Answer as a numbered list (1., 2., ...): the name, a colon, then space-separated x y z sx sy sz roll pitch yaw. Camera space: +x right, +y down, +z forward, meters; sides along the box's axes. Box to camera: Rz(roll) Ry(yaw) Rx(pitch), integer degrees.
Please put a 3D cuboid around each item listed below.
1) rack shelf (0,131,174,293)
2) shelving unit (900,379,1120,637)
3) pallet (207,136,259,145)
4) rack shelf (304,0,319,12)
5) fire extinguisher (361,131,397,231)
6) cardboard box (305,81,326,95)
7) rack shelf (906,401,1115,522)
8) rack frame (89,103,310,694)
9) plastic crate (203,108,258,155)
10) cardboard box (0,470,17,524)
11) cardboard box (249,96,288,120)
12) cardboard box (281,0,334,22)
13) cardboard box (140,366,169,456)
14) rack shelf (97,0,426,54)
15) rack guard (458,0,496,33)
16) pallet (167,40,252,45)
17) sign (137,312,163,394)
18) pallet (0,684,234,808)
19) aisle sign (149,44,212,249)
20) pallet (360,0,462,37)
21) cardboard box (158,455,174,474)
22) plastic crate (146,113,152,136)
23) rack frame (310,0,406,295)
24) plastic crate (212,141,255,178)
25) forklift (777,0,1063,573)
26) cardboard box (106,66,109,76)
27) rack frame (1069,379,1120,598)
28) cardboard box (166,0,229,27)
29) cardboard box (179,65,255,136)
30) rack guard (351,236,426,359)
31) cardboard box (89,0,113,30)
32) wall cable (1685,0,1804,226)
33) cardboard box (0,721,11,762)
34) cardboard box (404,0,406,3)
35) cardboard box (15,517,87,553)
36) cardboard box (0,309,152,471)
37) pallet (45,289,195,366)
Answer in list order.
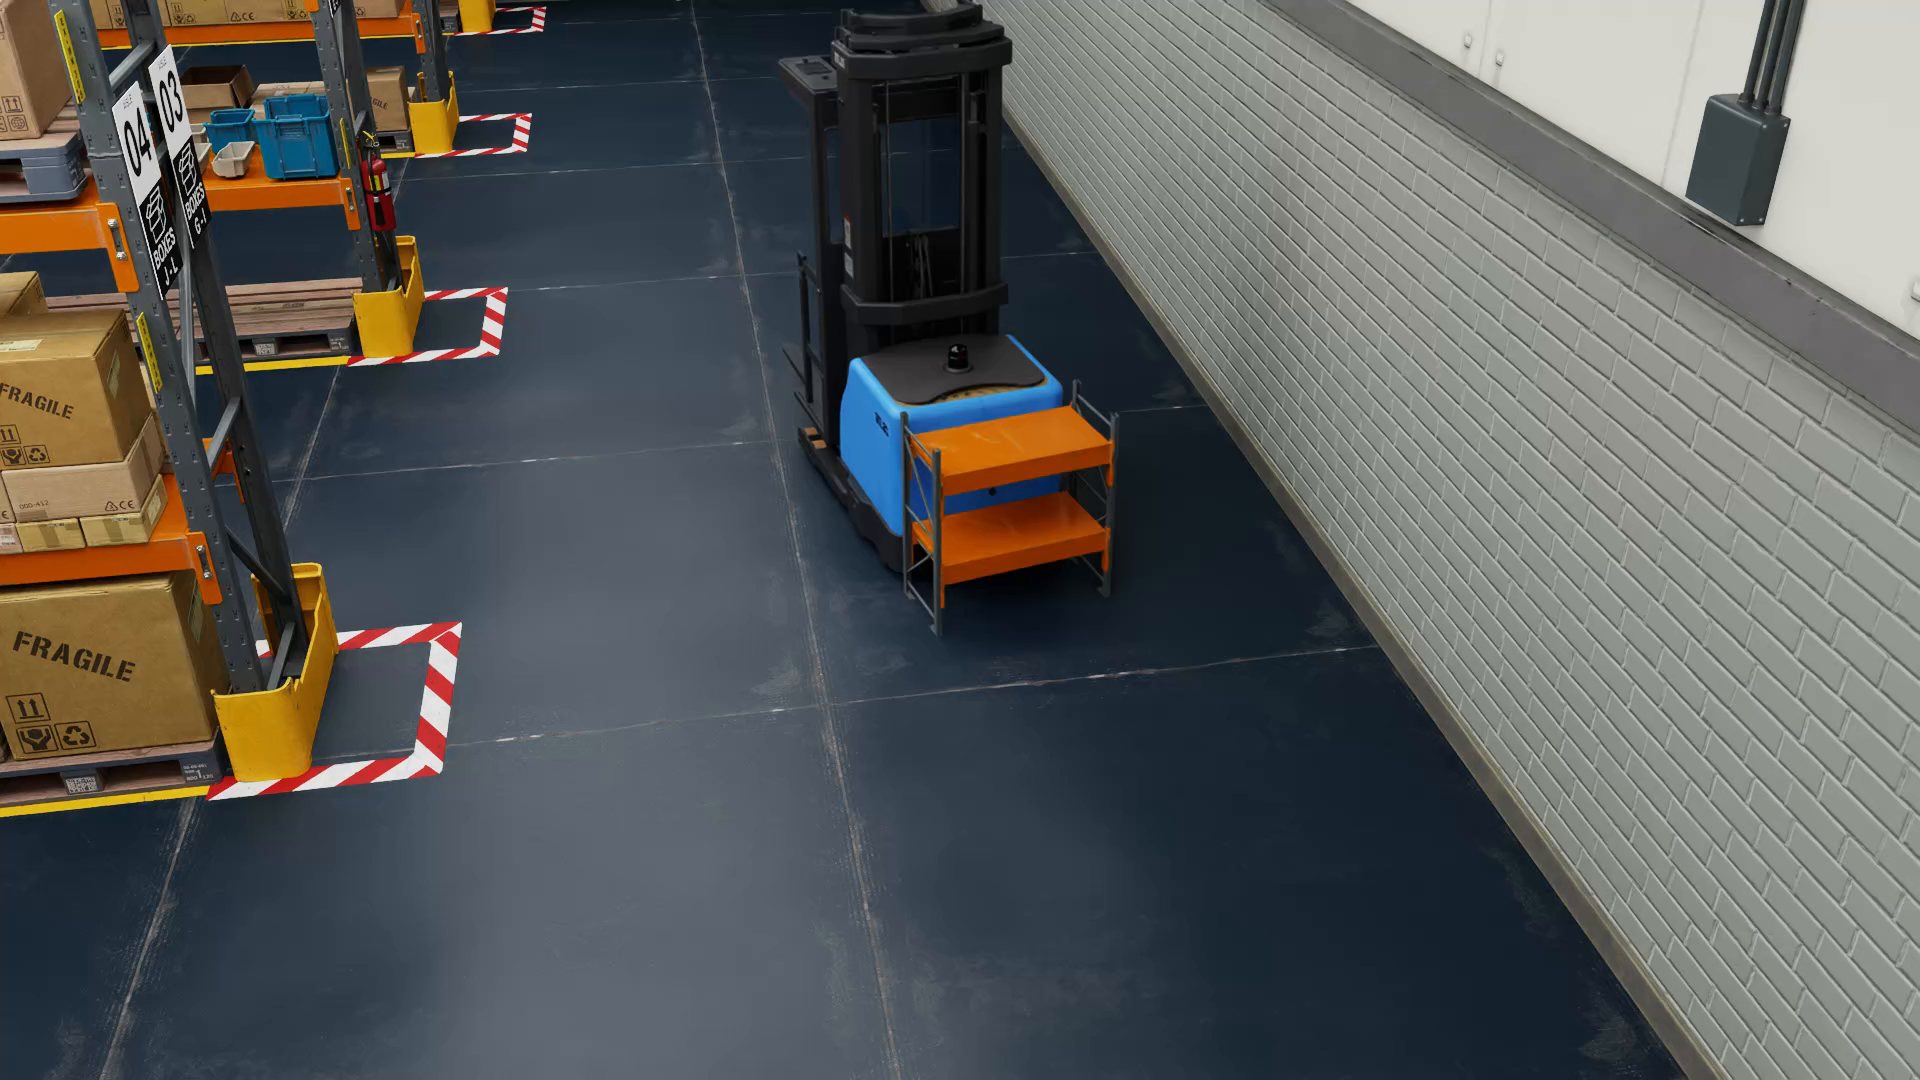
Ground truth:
1. rack shelf: -5.381 -1.239 6.763 4.000 0.370 1.077 -5 31 -9
2. shelving unit: 0.263 -0.180 9.060 1.048 1.125 0.538 -12 33 -19
3. pallet: -7.251 -3.986 16.436 1.213 0.211 1.003 -5 31 -9
4. rack shelf: -6.273 -3.709 10.963 4.000 0.370 1.077 -5 31 -9
5. fire extinguisher: -4.076 -2.501 11.603 0.183 0.674 0.296 -5 31 -9
6. cardboard box: -6.272 -4.429 16.716 0.500 0.250 0.500 -5 31 -9
7. rack shelf: 0.263 -0.432 8.912 1.000 0.278 0.538 -12 33 -19
8. rack frame: -3.414 -0.439 7.651 0.127 3.000 1.000 -5 31 -9
9. plastic crate: -5.256 -2.943 12.017 0.300 0.233 0.416 -5 31 -9
10. cardboard box: -4.342 -0.280 7.236 0.500 0.250 0.500 -6 31 -10
11. cardboard box: -6.625 -4.138 16.222 0.500 0.250 0.500 -5 31 -9
12. cardboard box: -6.096 -5.196 15.643 0.500 0.500 0.500 -5 31 -8
13. cardboard box: -3.934 -0.593 7.768 0.500 0.250 0.500 -6 31 -10
14. rack shelf: -7.162 -4.886 15.924 4.000 0.370 1.077 -5 31 -9
15. rack guard: -6.067 -6.772 20.889 0.348 0.500 1.175 -5 31 -9
16. pallet: -9.263 -6.311 20.389 1.213 0.211 1.003 -5 31 -9
17. sign: -3.330 -0.768 6.836 0.005 0.325 0.100 -5 31 -9
18. pallet: -4.186 0.875 8.168 1.213 0.211 1.003 -5 31 -9
19. aisle sign: -3.397 -1.716 7.258 0.004 0.787 0.394 -5 31 -9
20. pallet: -6.863 -6.534 20.768 1.213 0.211 1.003 -5 31 -9
21. cardboard box: -3.822 -0.463 7.940 0.250 0.149 0.380 -5 31 -8
22. plastic crate: -5.903 -2.883 11.915 0.300 0.233 0.416 -5 31 -9
23. rack frame: -4.306 -2.908 11.851 0.127 3.000 1.000 -5 31 -9
24. plastic crate: -5.075 -2.656 11.623 0.243 0.136 0.396 -5 31 -9
25. forklift: -0.408 -1.807 10.046 1.130 2.935 3.031 -11 32 -18
26. cardboard box: -8.620 -4.319 16.282 0.500 0.500 0.500 -5 31 -9
27. rack frame: 0.732 -0.279 9.229 0.032 1.125 0.500 -12 33 -19
28. cardboard box: -7.083 -5.107 15.492 0.500 0.500 0.500 -6 31 -10
29. cardboard box: -7.282 -4.301 16.248 0.637 0.503 0.797 -5 31 -9
30. rack guard: -4.285 -1.839 12.499 0.348 0.500 1.175 -5 31 -9
31. cardboard box: -8.075 -5.015 15.336 0.500 0.500 0.500 -5 31 -8
32. wall cable: 2.769 -3.209 3.271 0.120 5.999 2.277 -5 31 -9
33. cardboard box: -4.924 0.477 7.775 0.875 0.875 0.875 -5 31 -9
34. cardboard box: -5.678 -5.512 16.181 0.500 0.500 0.500 -5 31 -8
35. cardboard box: -3.960 -0.109 7.339 0.250 0.149 0.380 -5 31 -8
36. cardboard box: -3.846 -0.650 7.125 0.500 0.500 0.500 -5 31 -8
37. pallet: -6.322 -1.541 12.276 1.213 0.211 1.003 -5 31 -9
